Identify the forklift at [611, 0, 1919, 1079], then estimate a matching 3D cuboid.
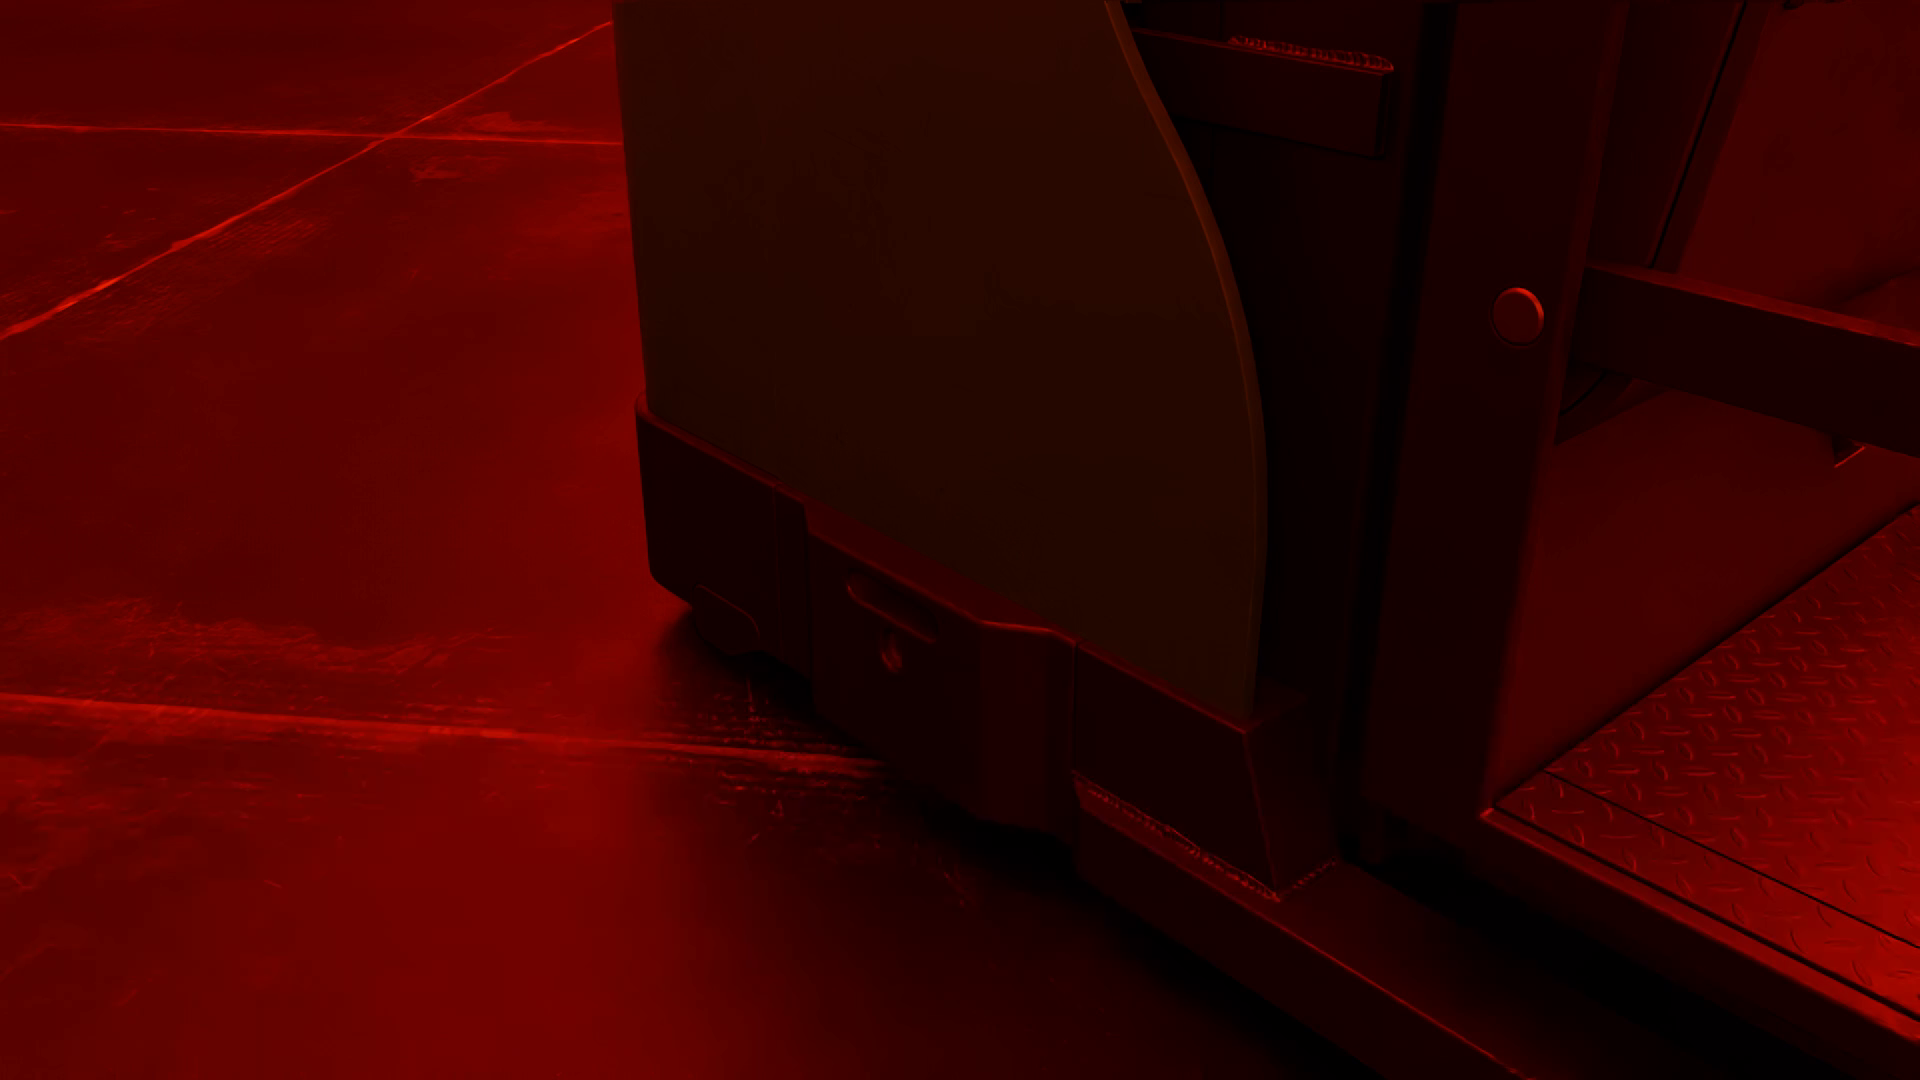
[{"bbox_3d":[0.933,-0.873,0.967,1.130,2.935,3.031,-22,34,-37],"label":"forklift"}]
